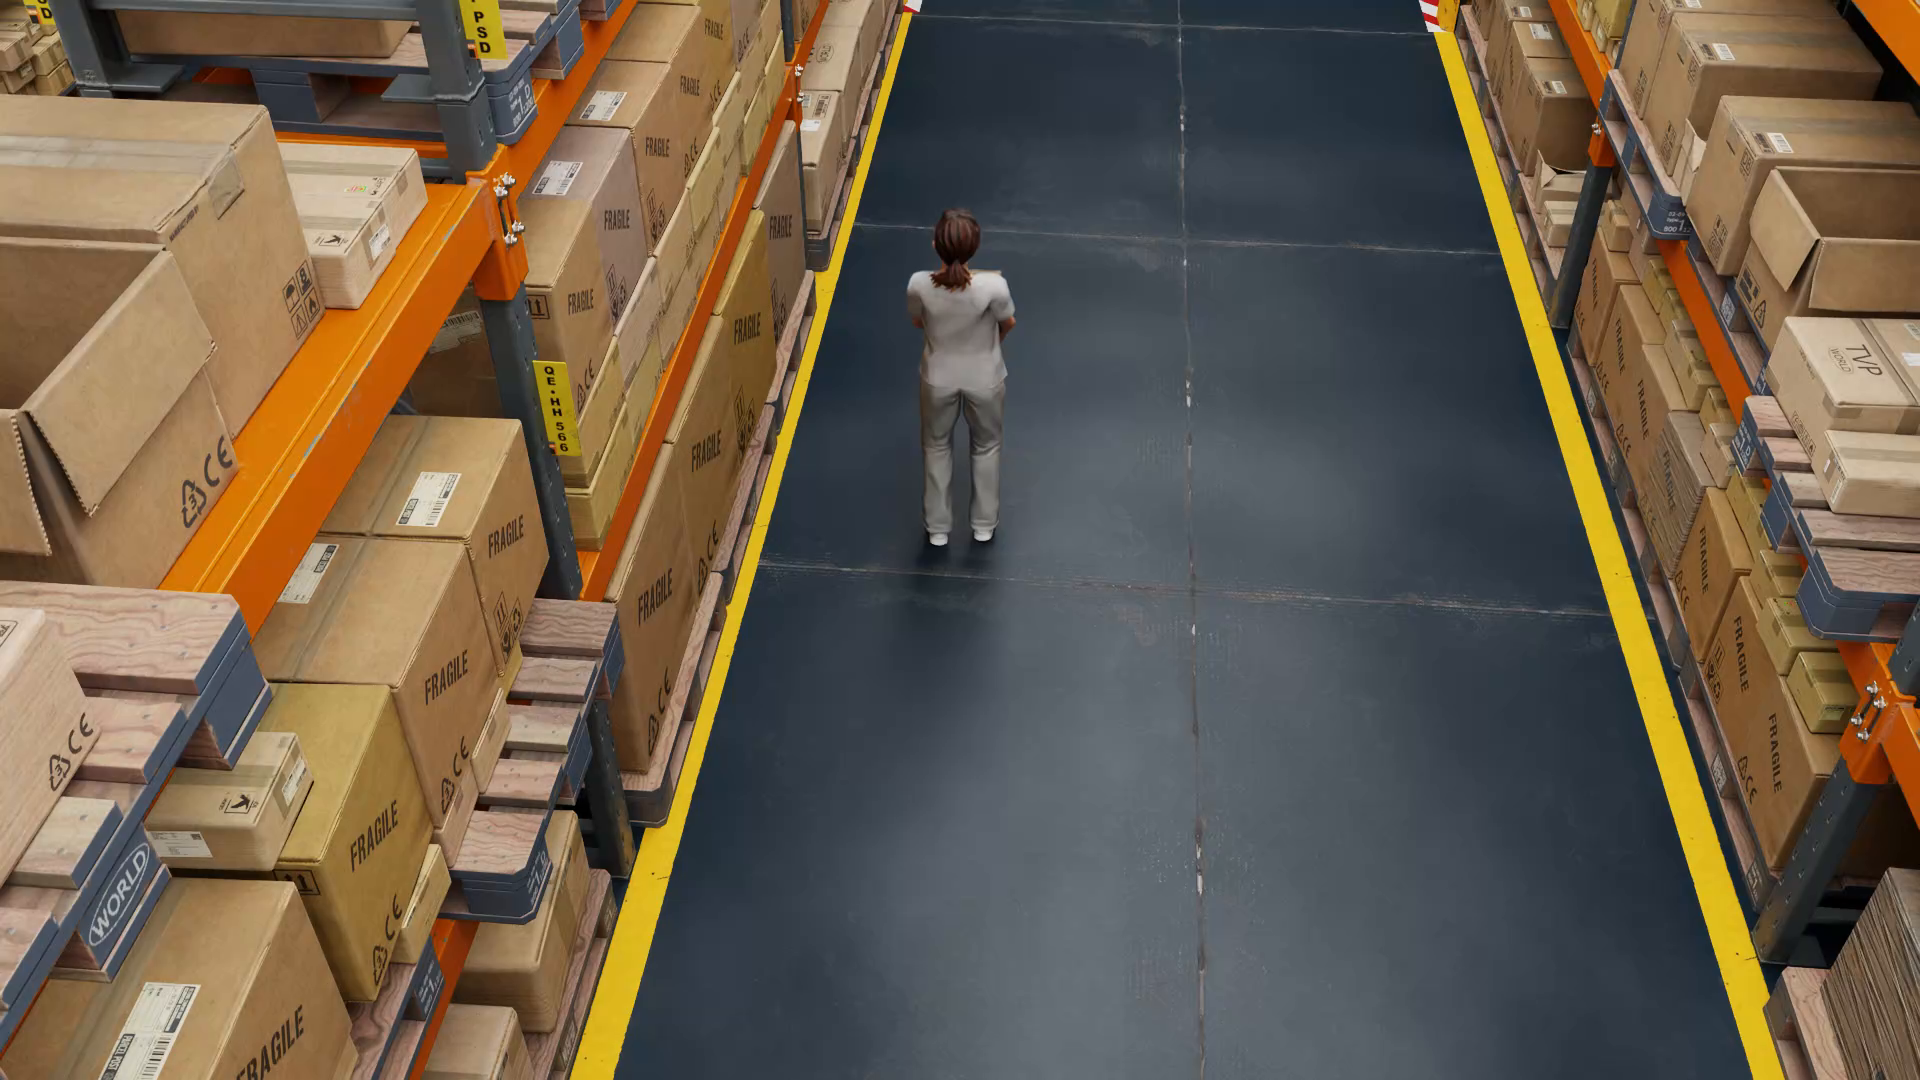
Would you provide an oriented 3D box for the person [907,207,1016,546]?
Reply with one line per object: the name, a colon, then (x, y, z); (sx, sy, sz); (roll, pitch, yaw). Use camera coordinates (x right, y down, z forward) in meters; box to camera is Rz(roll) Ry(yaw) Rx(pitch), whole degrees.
person: (0.011, -0.706, 7.003); (0.437, 1.662, 0.555); (4, 40, 4)
